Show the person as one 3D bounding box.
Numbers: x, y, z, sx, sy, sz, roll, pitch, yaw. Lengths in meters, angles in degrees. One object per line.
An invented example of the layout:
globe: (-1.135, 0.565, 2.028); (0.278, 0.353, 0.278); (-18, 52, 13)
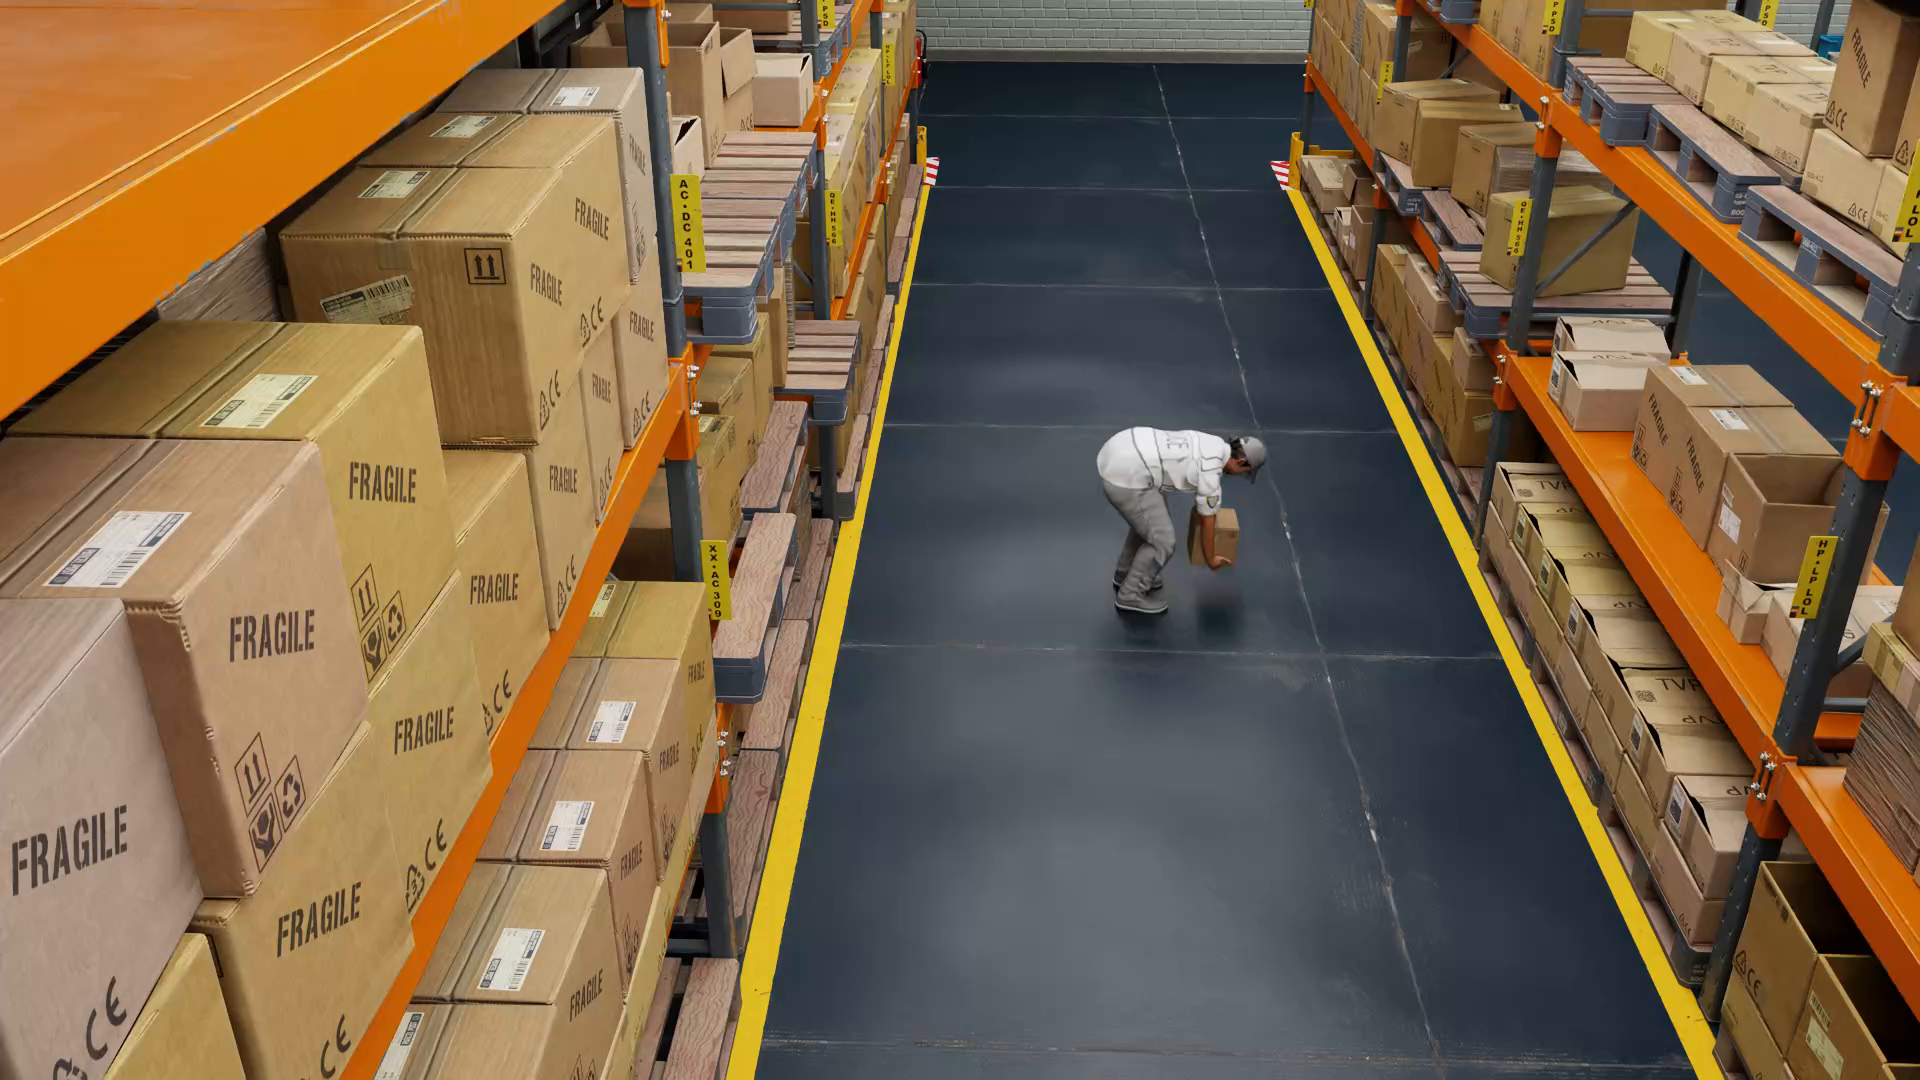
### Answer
person: (1.250, -0.130, 9.512); (0.952, 1.058, 0.478); (0, 28, 0)
